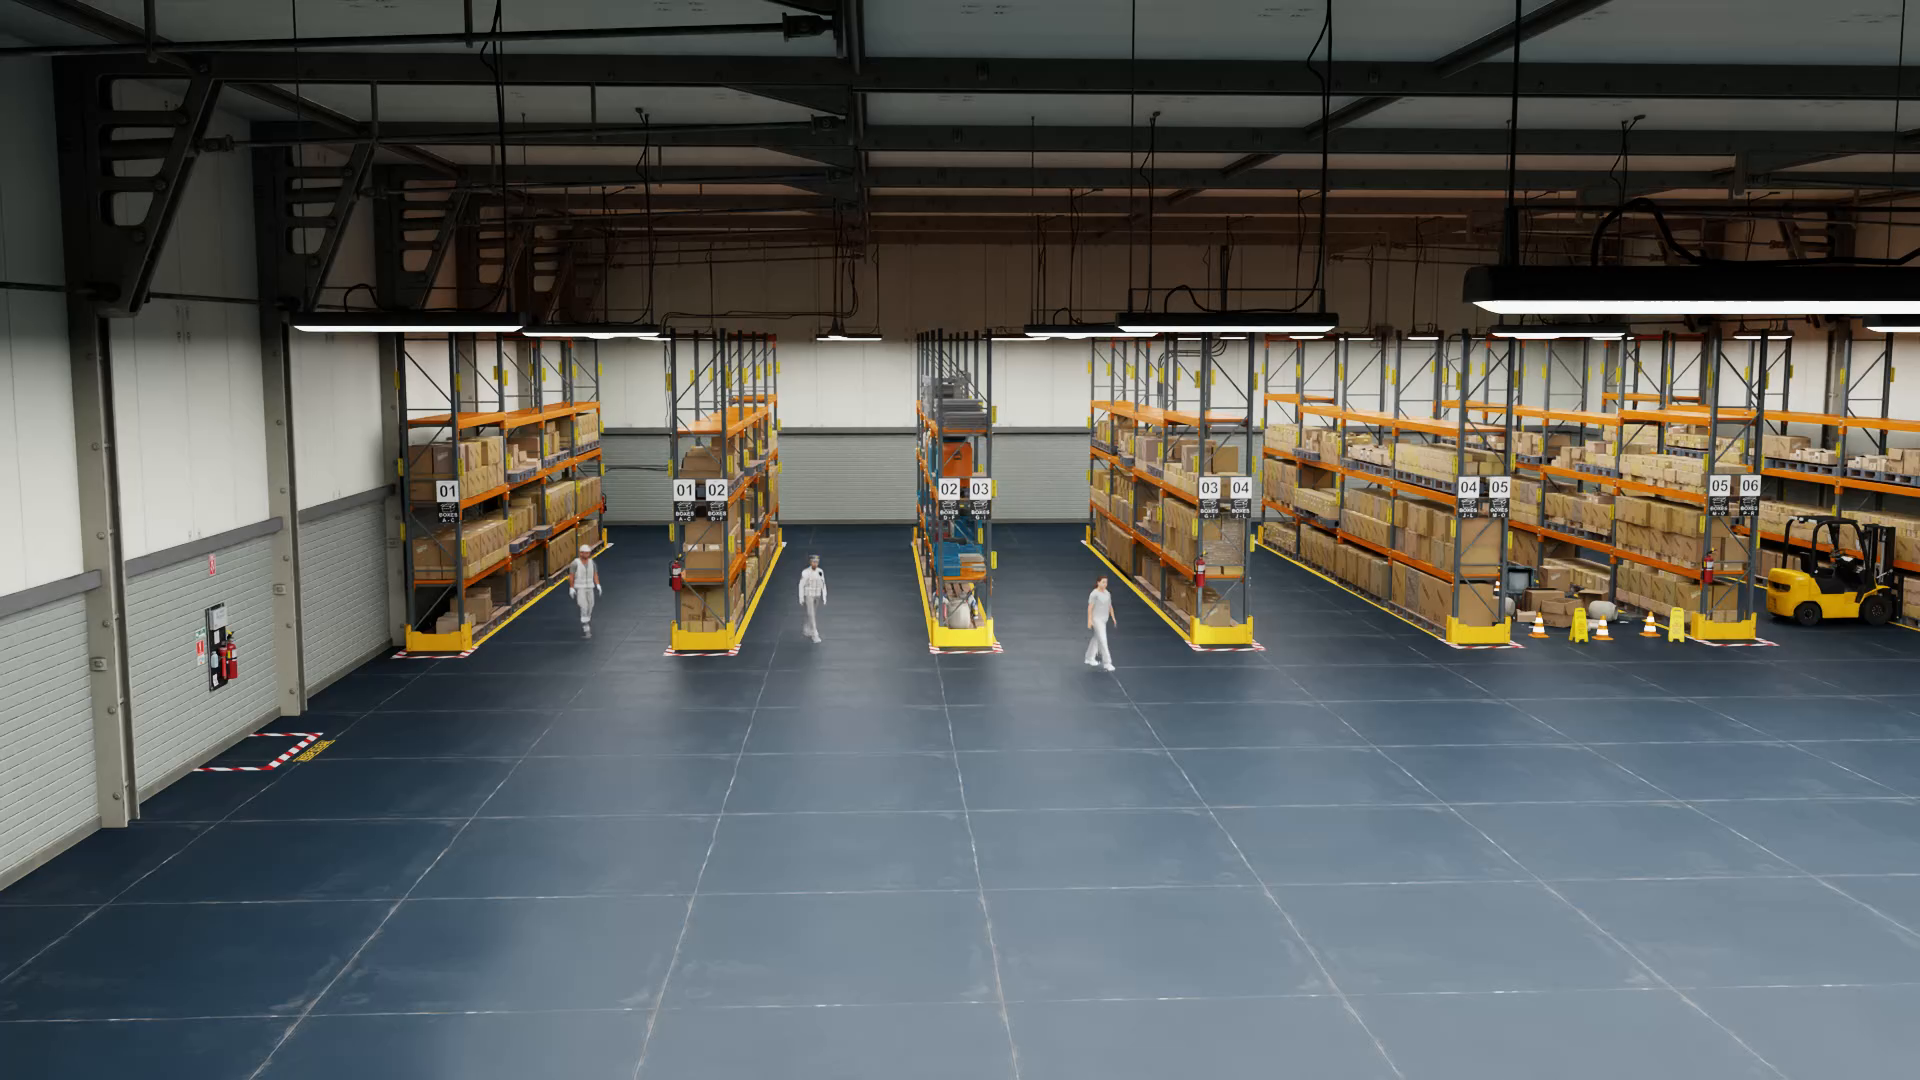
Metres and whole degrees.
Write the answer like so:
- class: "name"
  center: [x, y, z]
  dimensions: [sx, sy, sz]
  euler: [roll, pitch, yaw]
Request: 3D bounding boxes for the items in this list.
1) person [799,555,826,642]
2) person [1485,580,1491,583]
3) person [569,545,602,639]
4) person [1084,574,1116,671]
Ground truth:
- class: "person"
  center: [-2.835, 1.097, 32.237]
  dimensions: [0.513, 1.625, 0.906]
  euler: [-6, 9, -41]
- class: "person"
  center: [12.183, 0.340, 38.554]
  dimensions: [0.520, 1.745, 0.554]
  euler: [-2, 7, -17]
- class: "person"
  center: [-7.318, 0.998, 32.686]
  dimensions: [0.559, 1.790, 0.752]
  euler: [-6, 9, -40]
- class: "person"
  center: [2.526, 1.431, 29.363]
  dimensions: [0.856, 1.640, 0.473]
  euler: [6, 9, 43]
